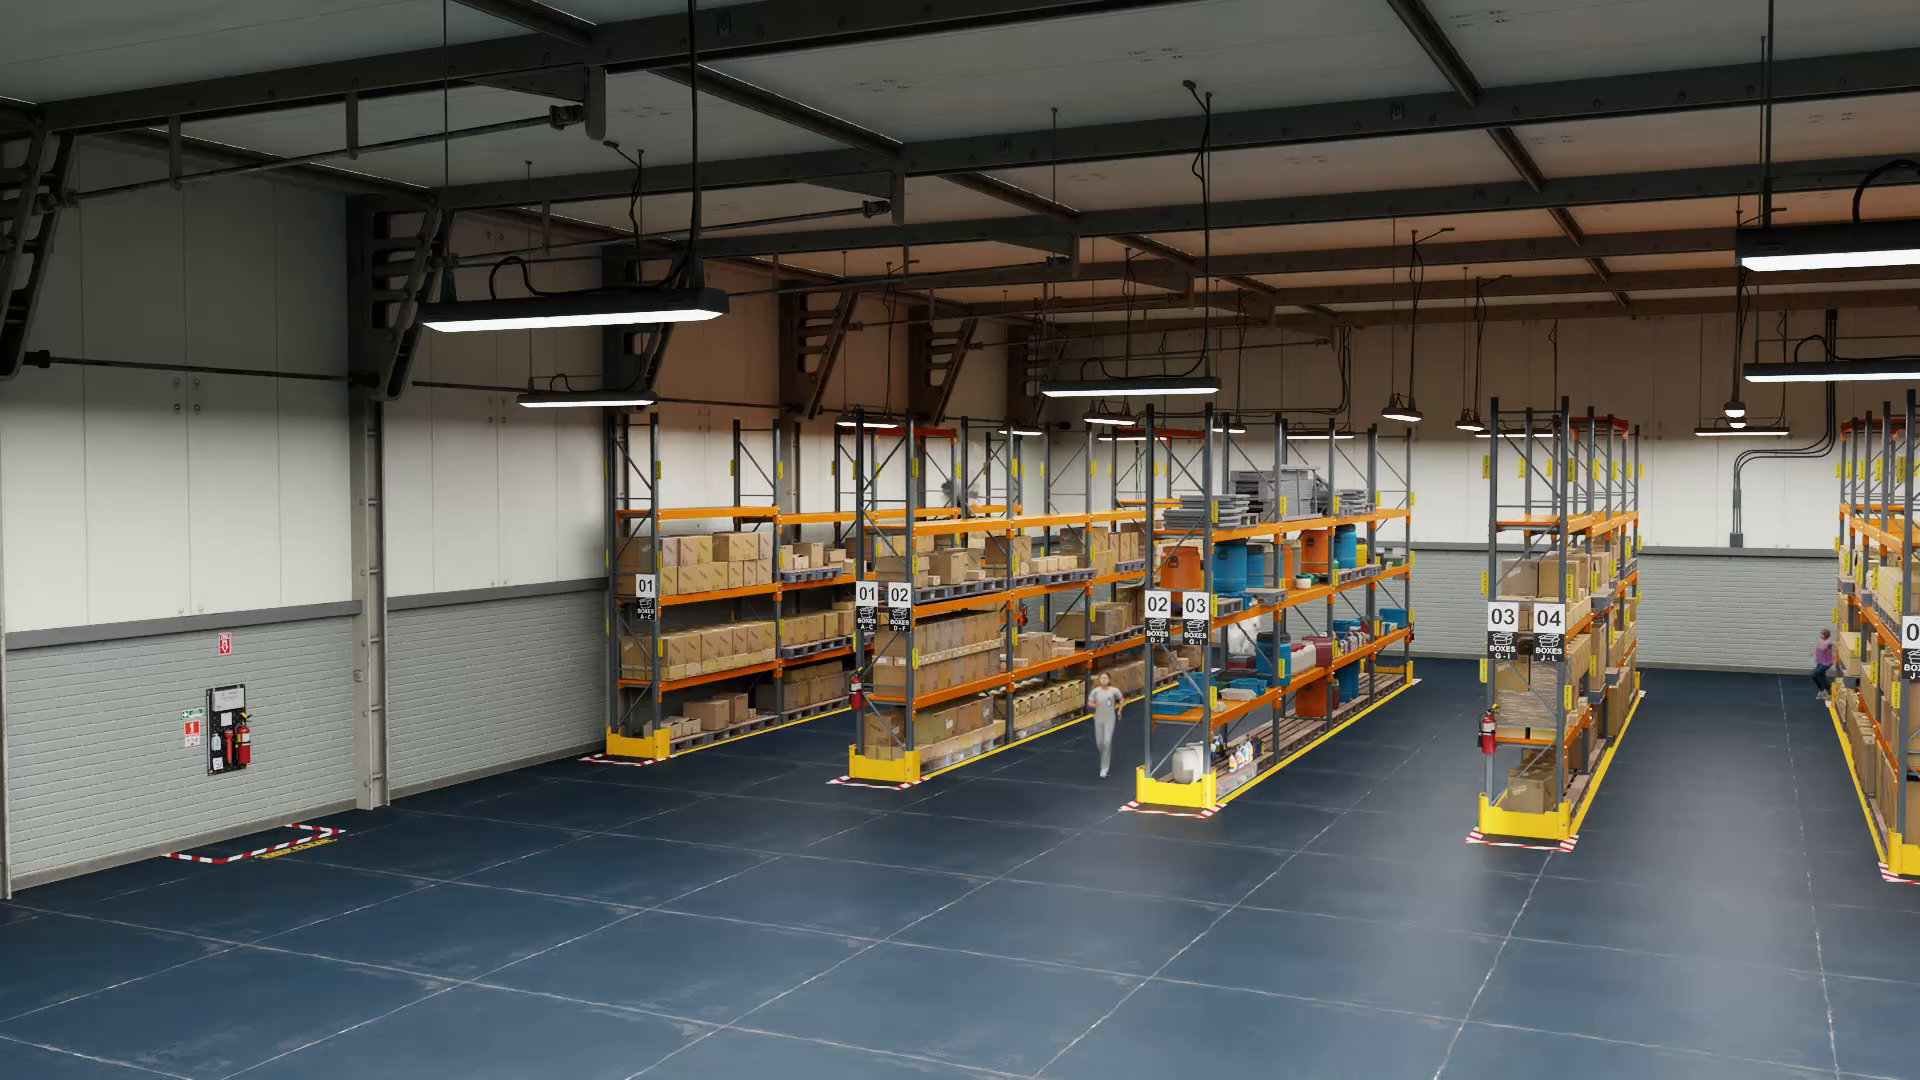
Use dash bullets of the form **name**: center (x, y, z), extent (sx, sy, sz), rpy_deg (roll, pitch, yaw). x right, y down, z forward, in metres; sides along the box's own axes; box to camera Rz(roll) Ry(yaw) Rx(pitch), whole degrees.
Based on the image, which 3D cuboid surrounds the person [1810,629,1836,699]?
- **person**: center (18.772, 2.696, 36.107), extent (0.609, 1.547, 0.619), rpy_deg (0, 2, -3)

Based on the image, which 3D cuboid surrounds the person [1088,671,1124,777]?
- **person**: center (2.385, 2.989, 27.334), extent (0.558, 1.670, 0.952), rpy_deg (1, 3, 18)

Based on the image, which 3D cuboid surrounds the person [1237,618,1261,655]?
- **person**: center (6.799, 2.476, 39.360), extent (0.675, 1.788, 0.883), rpy_deg (0, 2, 7)

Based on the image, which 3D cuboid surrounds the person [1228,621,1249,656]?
- **person**: center (6.244, 2.592, 37.759), extent (0.617, 1.671, 0.696), rpy_deg (0, 2, 9)
